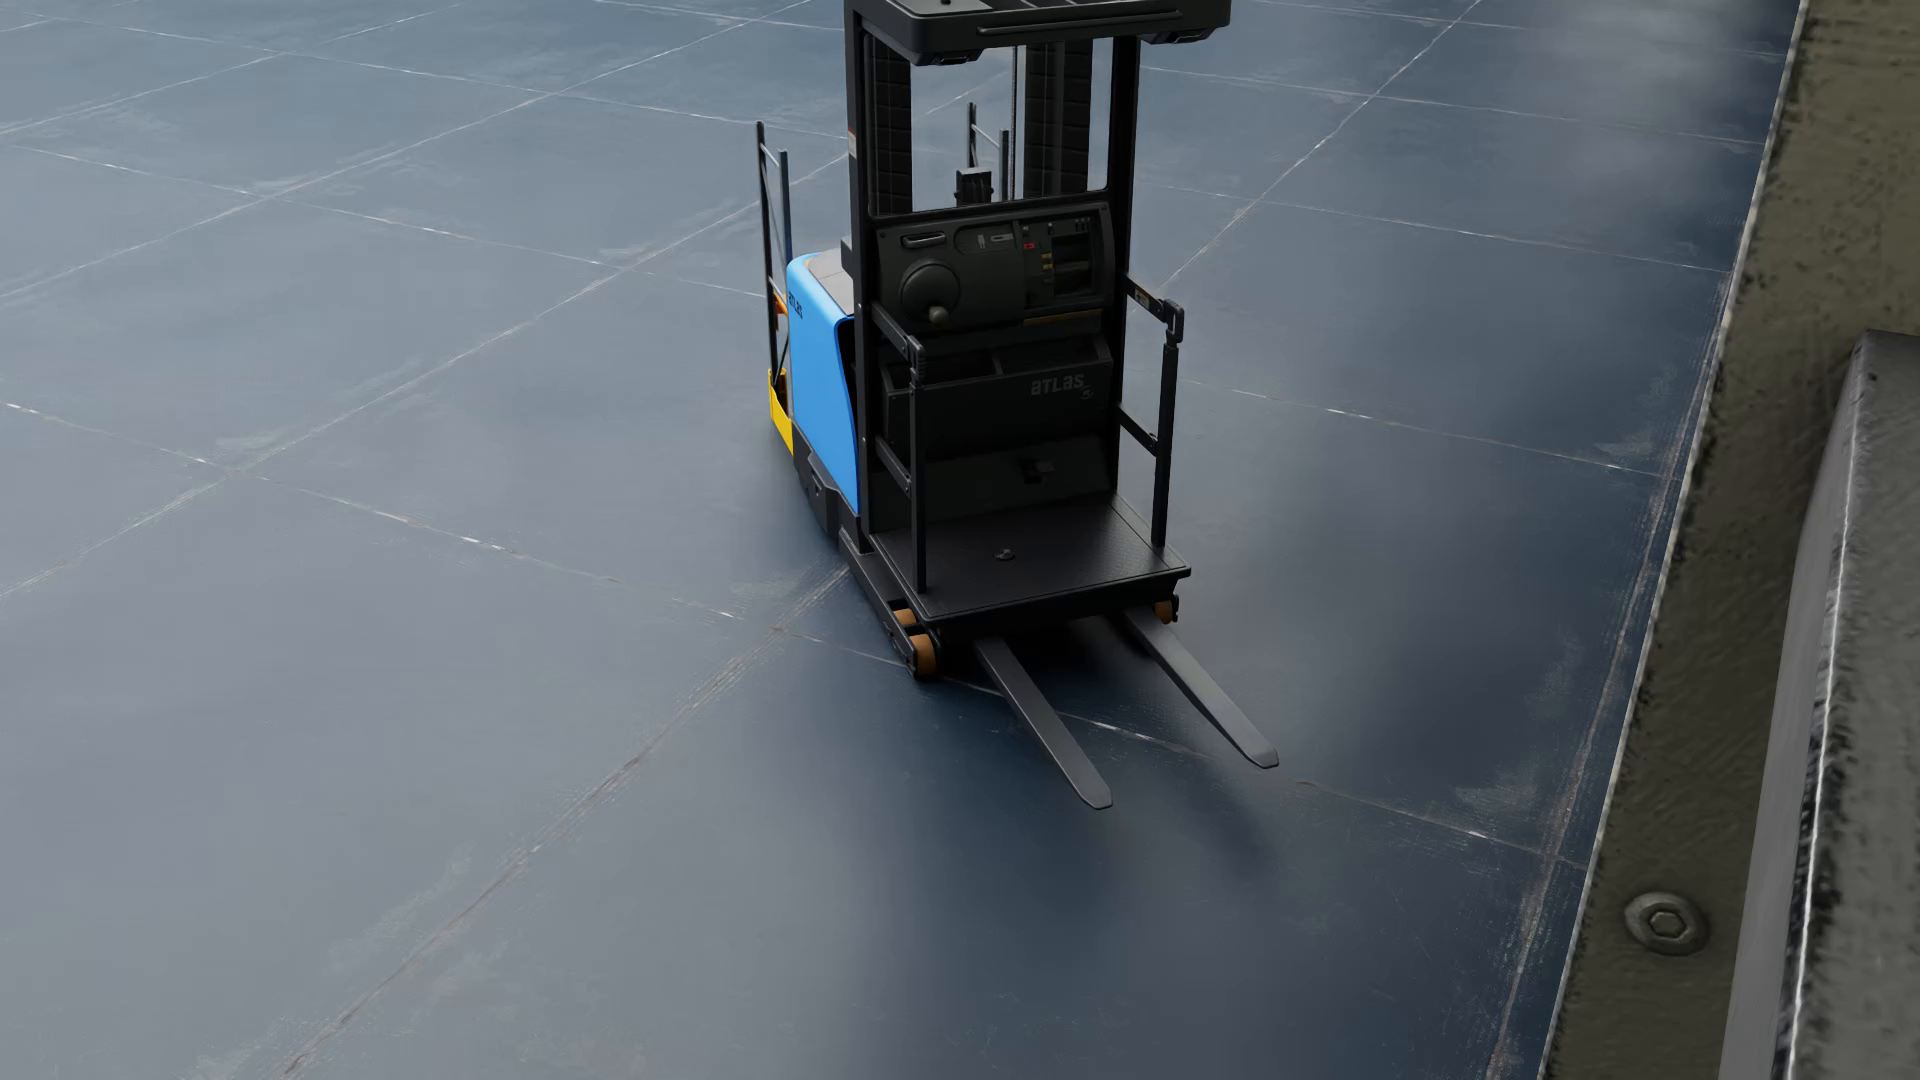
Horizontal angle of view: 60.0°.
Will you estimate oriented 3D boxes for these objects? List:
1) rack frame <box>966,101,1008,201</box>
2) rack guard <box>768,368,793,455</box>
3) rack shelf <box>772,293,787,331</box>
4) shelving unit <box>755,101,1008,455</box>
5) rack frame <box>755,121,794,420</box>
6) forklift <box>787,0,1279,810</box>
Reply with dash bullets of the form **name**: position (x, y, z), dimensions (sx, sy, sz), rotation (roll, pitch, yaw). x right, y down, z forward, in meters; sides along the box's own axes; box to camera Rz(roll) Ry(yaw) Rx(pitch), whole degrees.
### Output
- **rack frame**: position (0.124, -1.304, 8.027), dimensions (0.032, 1.500, 0.500), rotation (-10, 31, -16)
- **rack guard**: position (-0.821, -0.603, 8.062), dimensions (0.087, 0.250, 0.587), rotation (-10, 31, -16)
- **rack shelf**: position (-0.358, -1.067, 7.976), dimensions (1.000, 0.185, 0.538), rotation (-10, 31, -16)
- **shelving unit**: position (-0.349, -1.224, 7.889), dimensions (1.083, 1.500, 0.587), rotation (-10, 31, -16)
- **rack frame**: position (-0.839, -1.142, 7.745), dimensions (0.032, 1.500, 0.500), rotation (-10, 31, -16)
- **forklift**: position (0.218, -0.981, 6.028), dimensions (1.130, 2.935, 3.031), rotation (-11, 32, -18)
